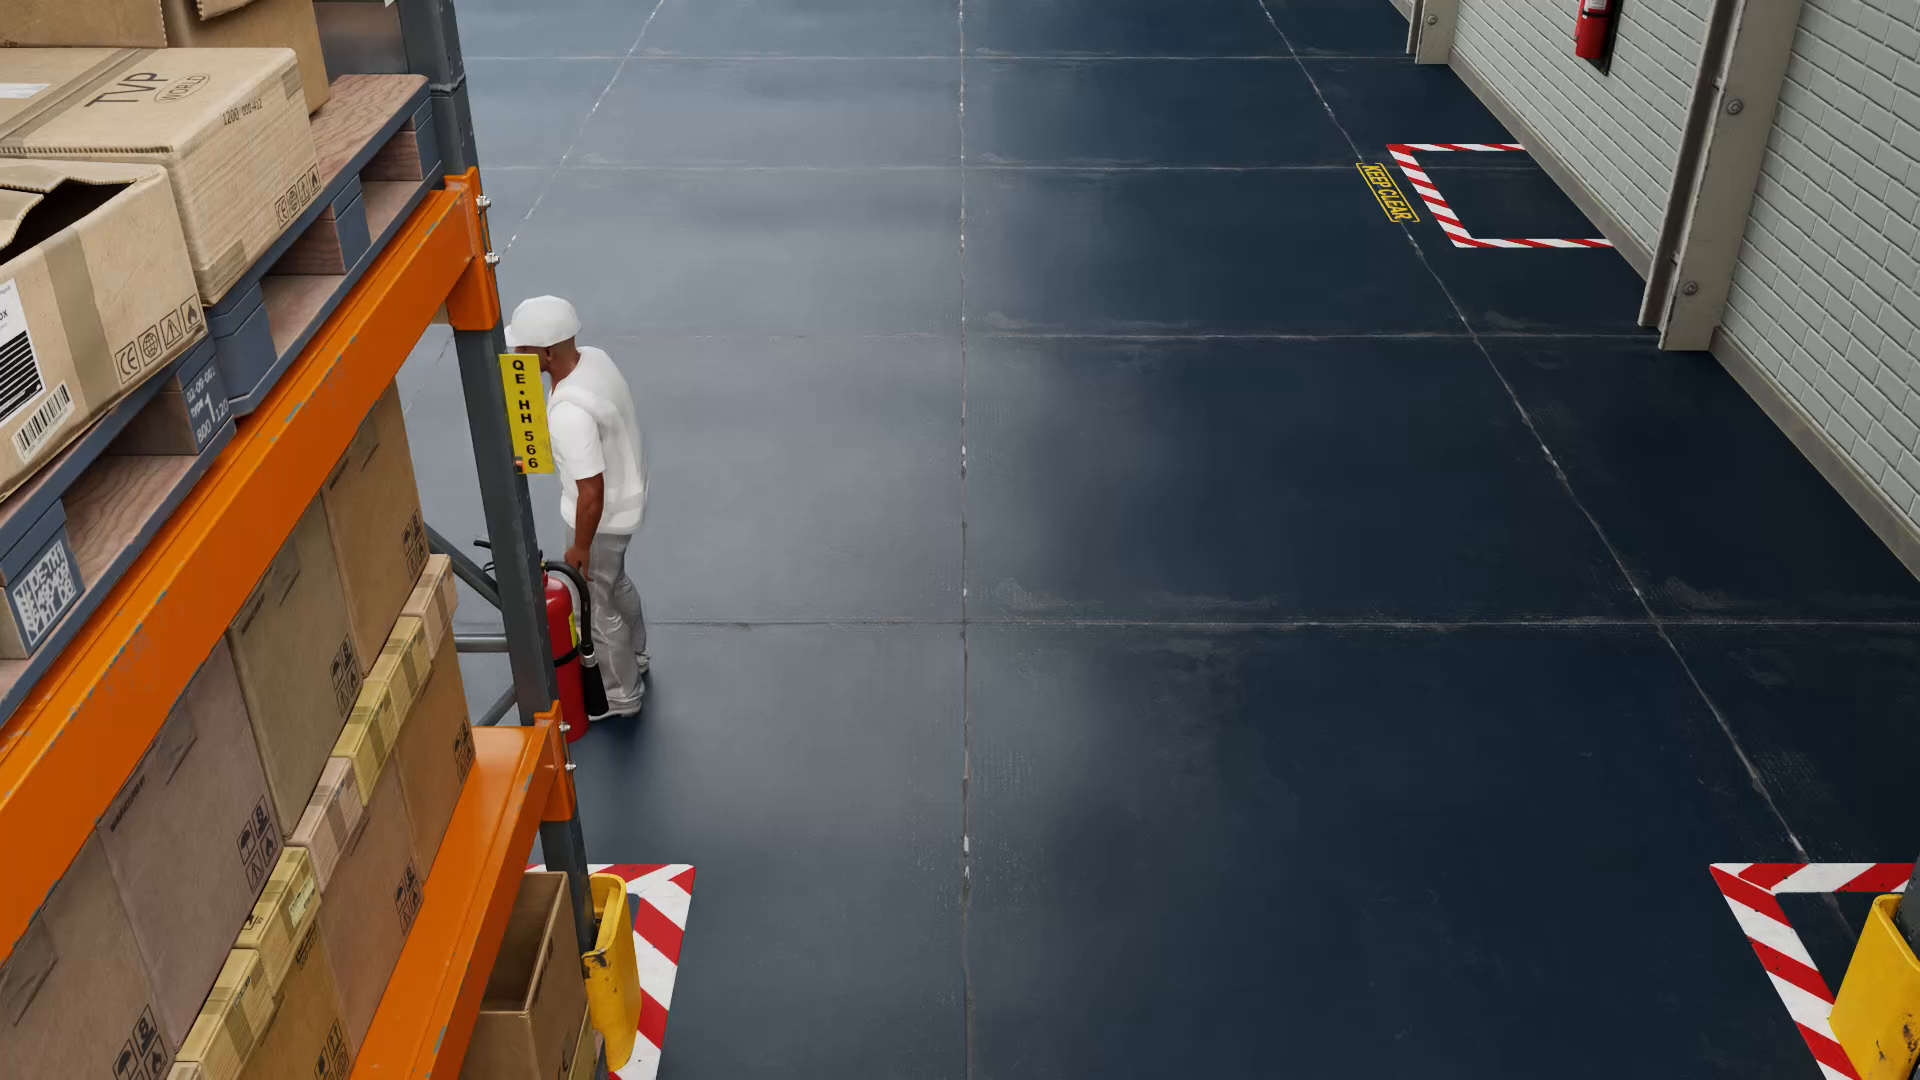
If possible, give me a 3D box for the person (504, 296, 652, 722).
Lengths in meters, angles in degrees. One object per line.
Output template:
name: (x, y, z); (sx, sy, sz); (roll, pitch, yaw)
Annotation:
person: (-1.408, -0.117, 6.309); (0.460, 1.759, 0.634); (-2, 31, -3)
